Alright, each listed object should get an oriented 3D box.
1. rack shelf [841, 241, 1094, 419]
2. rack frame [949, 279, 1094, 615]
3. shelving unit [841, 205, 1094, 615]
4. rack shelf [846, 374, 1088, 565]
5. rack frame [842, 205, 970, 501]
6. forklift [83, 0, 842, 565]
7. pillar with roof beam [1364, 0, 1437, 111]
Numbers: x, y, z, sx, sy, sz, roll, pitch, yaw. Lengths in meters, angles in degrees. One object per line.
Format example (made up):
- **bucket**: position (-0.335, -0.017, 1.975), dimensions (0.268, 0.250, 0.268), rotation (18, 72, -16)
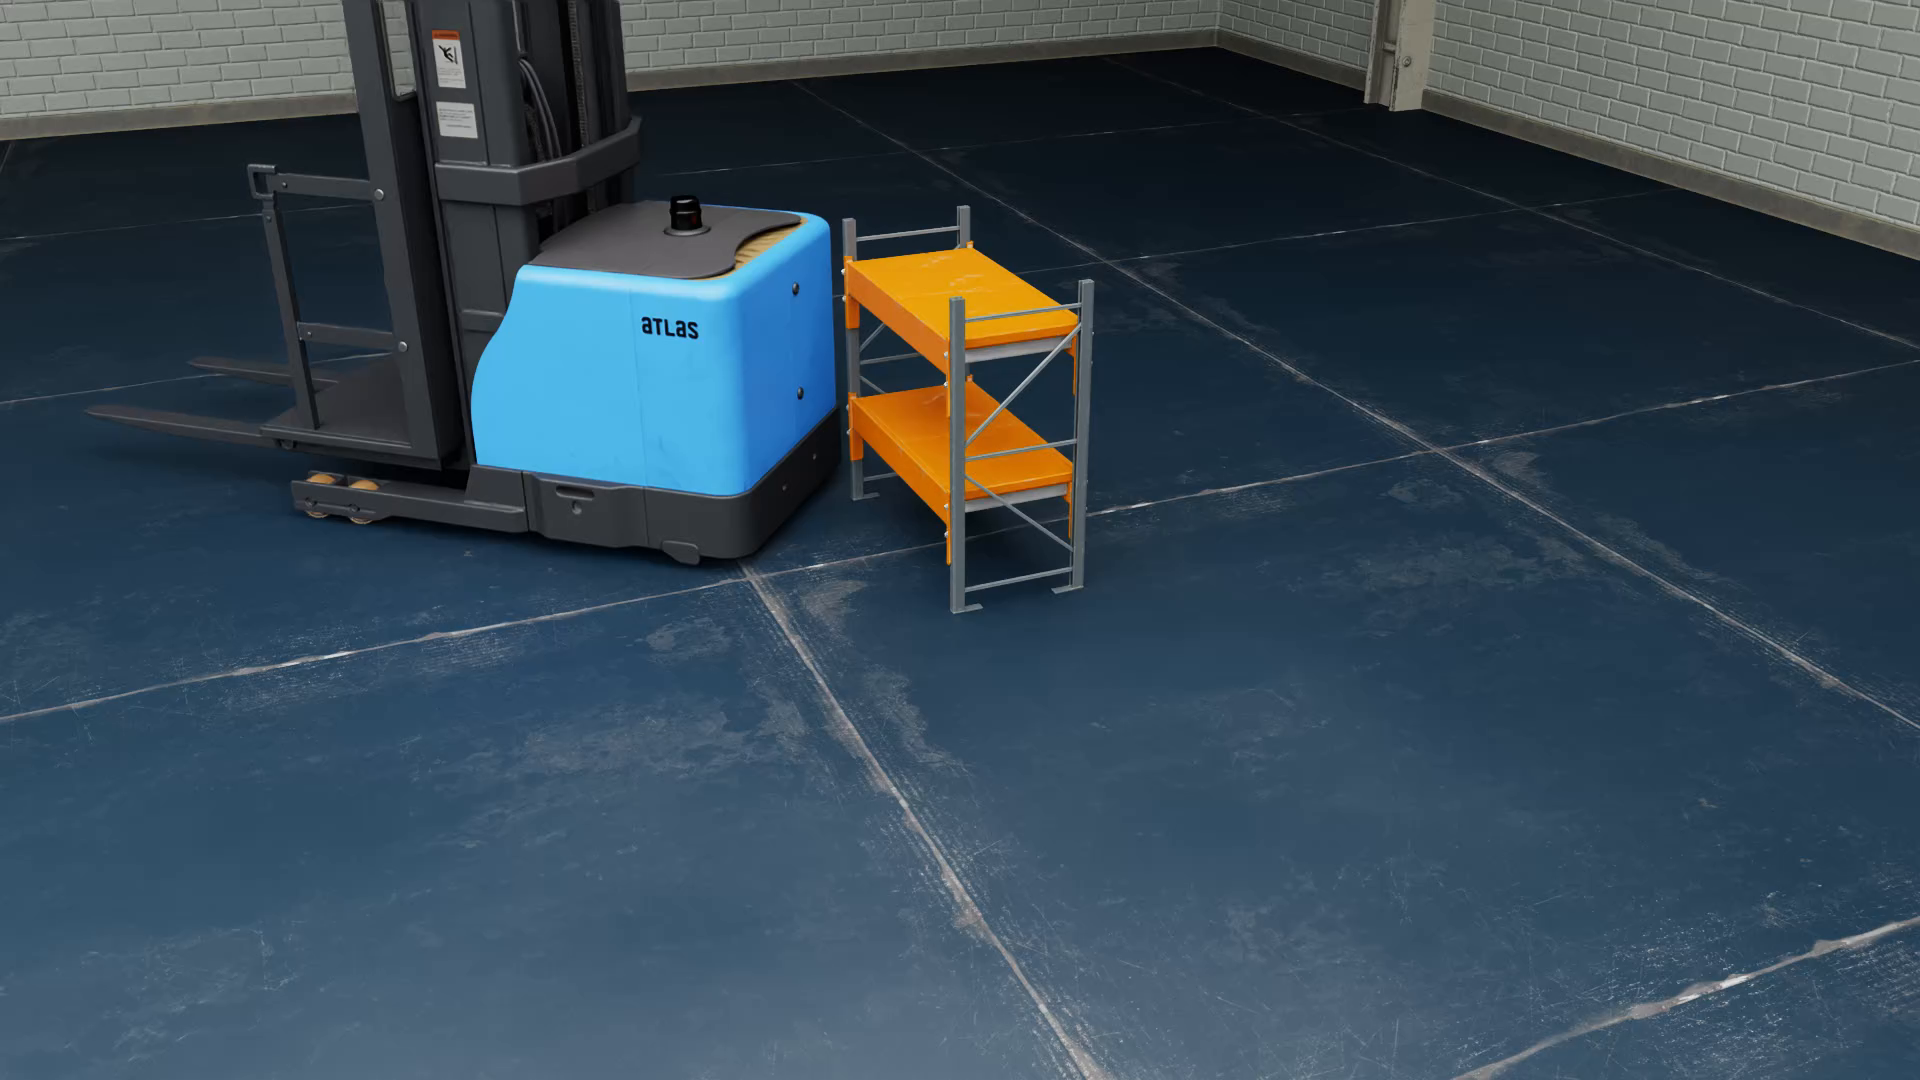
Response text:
- **rack shelf**: position (0.003, -0.766, 5.869), dimensions (0.538, 0.278, 1.000), rotation (-11, 28, -21)
- **rack frame**: position (0.202, -0.298, 5.577), dimensions (0.500, 1.125, 0.032), rotation (-11, 28, -21)
- **shelving unit**: position (0.003, -0.503, 5.998), dimensions (0.538, 1.125, 1.048), rotation (-11, 28, -21)
- **rack shelf**: position (0.003, -0.283, 6.105), dimensions (0.538, 0.278, 1.000), rotation (-11, 28, -21)
- **rack frame**: position (-0.196, -0.708, 6.418), dimensions (0.500, 1.125, 0.032), rotation (-11, 28, -21)
- **forklift**: position (-2.056, -1.589, 6.163), dimensions (3.031, 2.935, 1.130), rotation (8, 27, 15)
- **pillar with roof beam**: position (-0.453, -6.823, 9.968), dimensions (9.100, 9.000, 0.400), rotation (-11, 28, -21)
